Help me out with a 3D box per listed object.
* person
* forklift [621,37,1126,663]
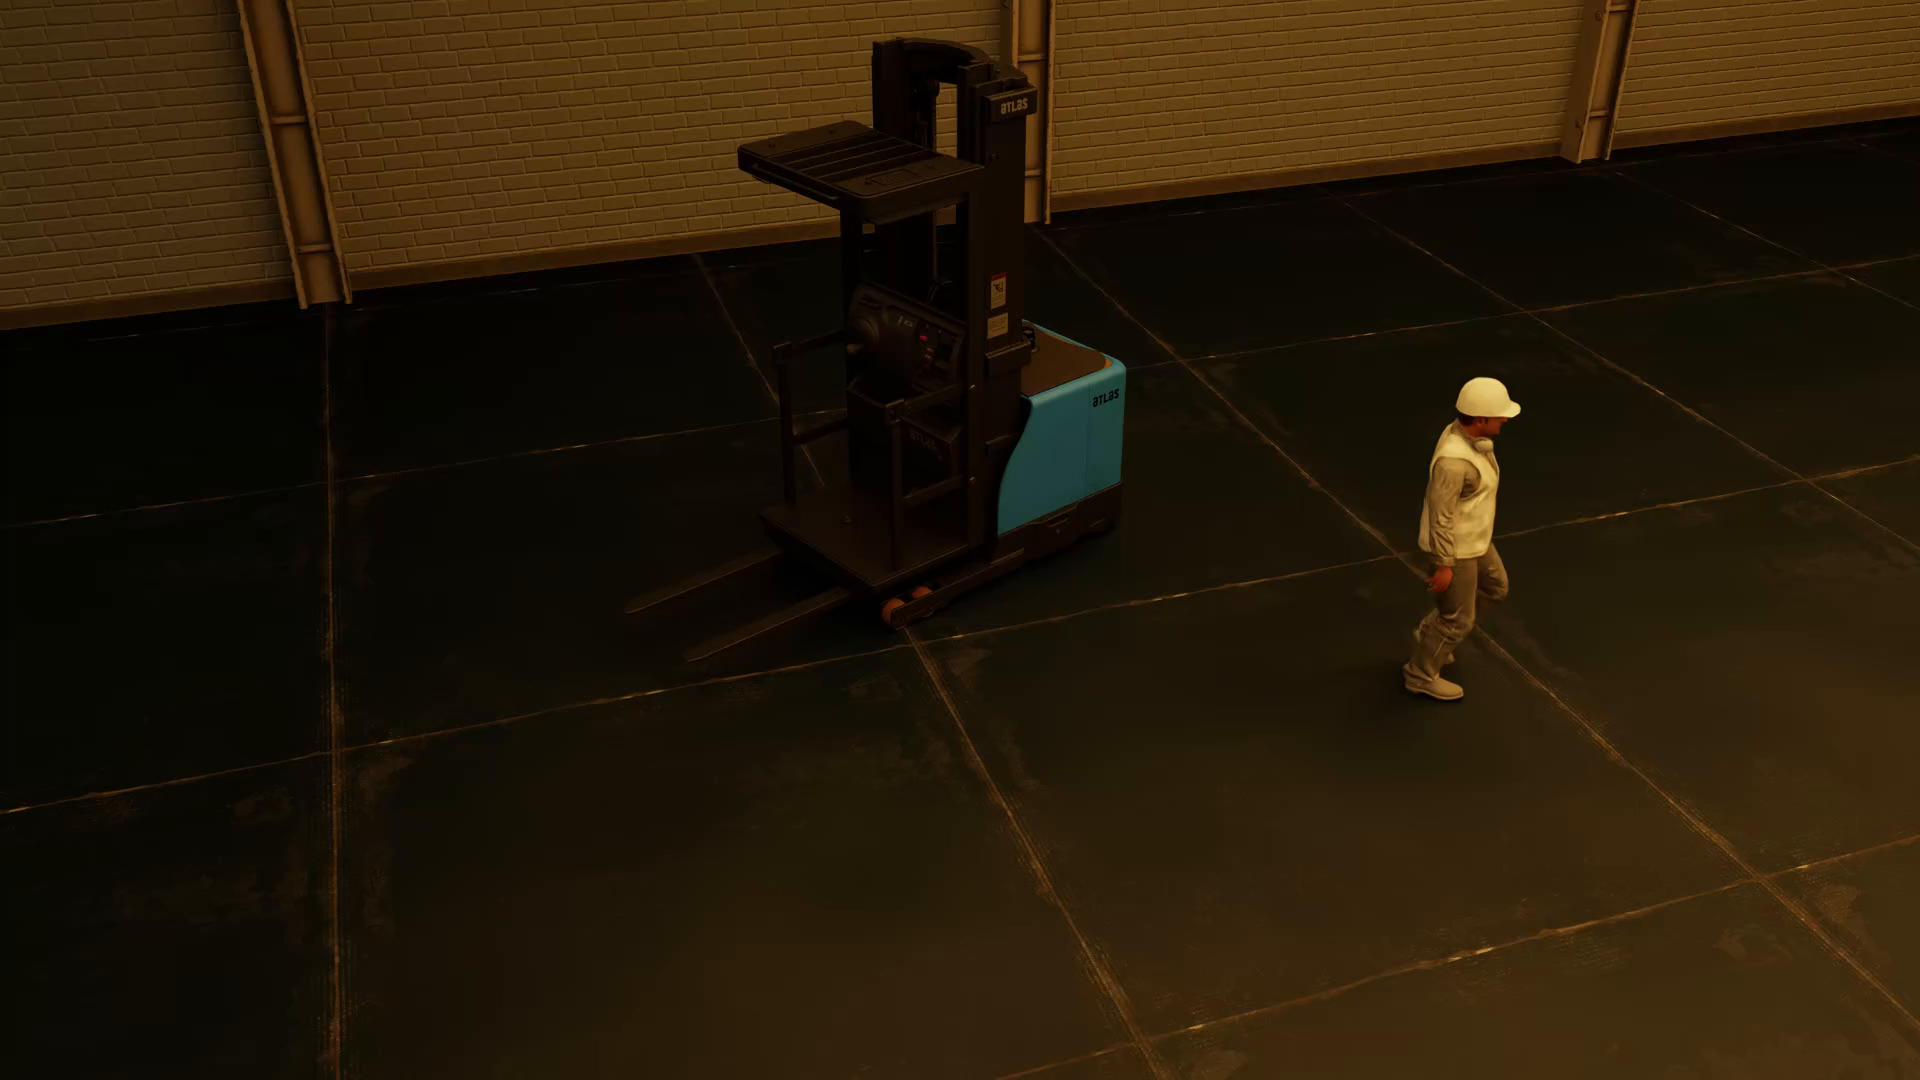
[{"bbox_3d":[2.526,0.000,8.267,0.479,1.754,0.662,10,31,17],"label":"person"},{"bbox_3d":[-0.461,-1.072,8.951,3.031,2.935,1.130,-23,37,-34],"label":"forklift"}]
